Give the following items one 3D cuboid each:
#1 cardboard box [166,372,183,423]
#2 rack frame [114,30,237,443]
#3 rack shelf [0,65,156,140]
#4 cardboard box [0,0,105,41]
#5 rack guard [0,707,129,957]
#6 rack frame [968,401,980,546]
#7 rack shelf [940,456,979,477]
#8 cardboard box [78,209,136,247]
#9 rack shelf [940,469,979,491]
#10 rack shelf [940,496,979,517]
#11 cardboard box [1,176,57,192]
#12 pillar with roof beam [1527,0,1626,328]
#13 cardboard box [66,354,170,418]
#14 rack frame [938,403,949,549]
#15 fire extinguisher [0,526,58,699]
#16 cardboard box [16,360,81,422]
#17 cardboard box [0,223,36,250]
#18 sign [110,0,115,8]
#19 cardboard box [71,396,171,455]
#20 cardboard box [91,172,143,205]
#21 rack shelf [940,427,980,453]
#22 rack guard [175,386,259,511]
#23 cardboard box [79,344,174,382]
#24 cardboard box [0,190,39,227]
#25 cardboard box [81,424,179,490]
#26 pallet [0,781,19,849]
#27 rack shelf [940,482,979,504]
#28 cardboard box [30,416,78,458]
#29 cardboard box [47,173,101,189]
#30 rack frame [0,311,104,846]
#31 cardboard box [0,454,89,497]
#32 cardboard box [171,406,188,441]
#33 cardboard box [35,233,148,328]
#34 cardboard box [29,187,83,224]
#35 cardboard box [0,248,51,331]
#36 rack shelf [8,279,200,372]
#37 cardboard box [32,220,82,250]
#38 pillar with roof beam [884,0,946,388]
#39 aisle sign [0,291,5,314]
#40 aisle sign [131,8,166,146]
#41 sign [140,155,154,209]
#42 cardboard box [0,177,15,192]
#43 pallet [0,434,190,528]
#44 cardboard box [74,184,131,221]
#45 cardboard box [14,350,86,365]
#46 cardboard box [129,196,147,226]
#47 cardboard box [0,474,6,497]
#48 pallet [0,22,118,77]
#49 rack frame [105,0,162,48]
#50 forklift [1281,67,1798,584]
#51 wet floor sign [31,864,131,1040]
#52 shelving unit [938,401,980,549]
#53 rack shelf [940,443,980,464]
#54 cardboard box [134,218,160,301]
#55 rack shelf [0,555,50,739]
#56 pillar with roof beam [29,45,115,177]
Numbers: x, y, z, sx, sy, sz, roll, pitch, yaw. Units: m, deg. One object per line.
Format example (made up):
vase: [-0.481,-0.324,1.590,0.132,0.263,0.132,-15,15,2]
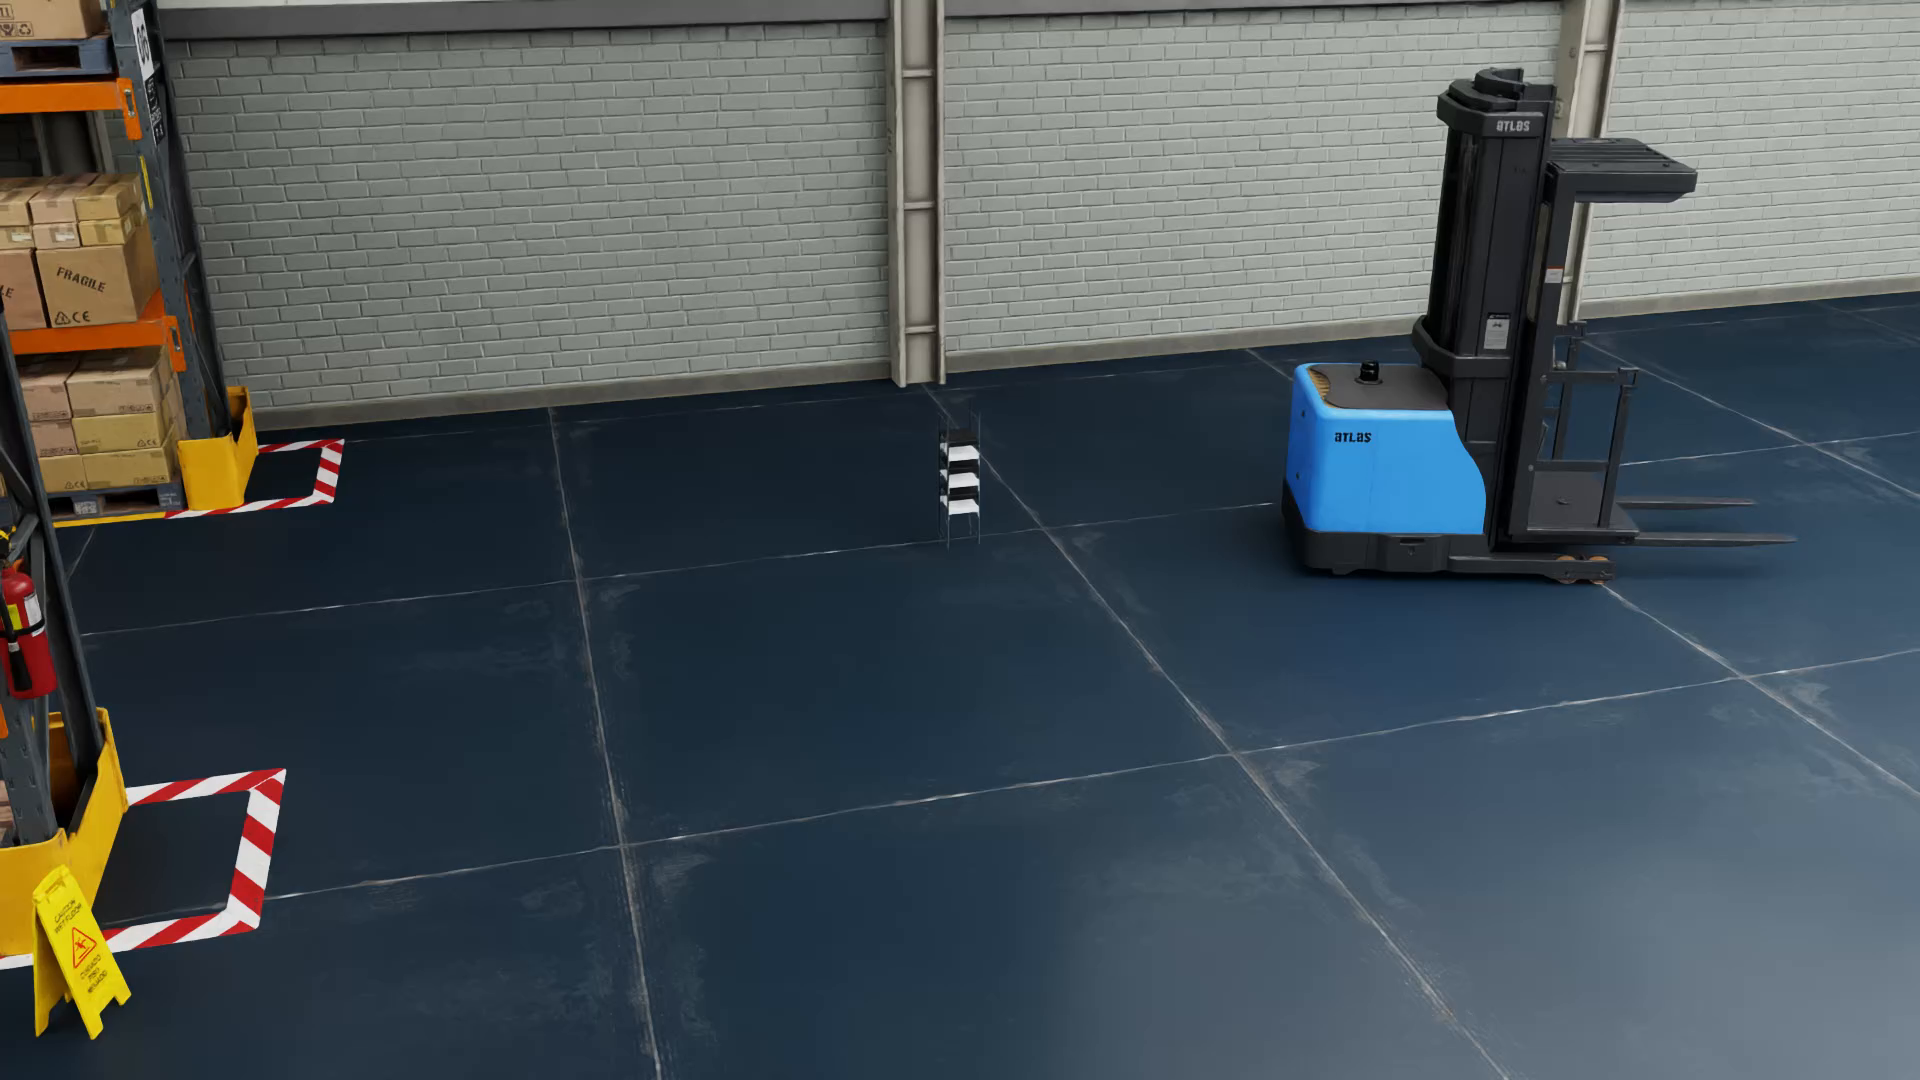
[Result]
cardboard box: [-5.721,-0.991,11.577,0.500,0.250,0.500,-6,24,-13]
rack frame: [-5.213,-1.804,11.149,0.127,3.000,1.000,-6,24,-14]
rack shelf: [-7.138,-2.638,10.203,4.000,0.370,1.077,-6,24,-14]
cardboard box: [-5.573,-3.327,10.110,0.500,0.500,0.500,-6,24,-13]
rack guard: [-3.941,1.237,7.232,0.348,0.500,1.175,-6,24,-14]
rack frame: [0.090,-0.424,10.596,0.006,0.900,0.240,-6,24,-14]
rack shelf: [-0.008,-0.465,10.548,0.200,0.077,0.258,-6,24,-14]
cardboard box: [-5.471,-2.004,10.668,0.250,0.149,0.380,-6,24,-14]
rack shelf: [-0.008,-0.382,10.584,0.200,0.077,0.258,-6,24,-14]
rack shelf: [-0.008,-0.217,10.655,0.200,0.077,0.258,-6,24,-14]
cardboard box: [-6.105,-2.281,10.935,0.250,0.149,0.380,-6,24,-13]
pillar with roof beam: [6.590,-4.472,9.761,0.400,9.000,9.100,-6,24,-14]
cardboard box: [-5.572,-1.025,11.021,0.500,0.250,0.500,-5,24,-13]
rack frame: [-0.106,-0.402,10.545,0.006,0.900,0.240,-6,24,-14]
fire extinguisher: [-3.634,0.279,6.394,0.183,0.674,0.296,-6,24,-14]
cardboard box: [-6.062,-0.968,10.889,0.500,0.250,0.500,-6,24,-13]
cardboard box: [-5.975,-1.961,10.568,0.250,0.149,0.380,-6,24,-13]
sign: [-5.079,-3.345,9.915,0.005,0.325,0.100,-6,24,-14]
cardboard box: [-5.597,-0.792,11.113,0.500,0.250,0.500,-7,24,-15]
cardboard box: [-5.594,-2.330,11.049,0.250,0.149,0.380,-7,24,-15]
rack shelf: [-0.008,-0.630,10.477,0.200,0.077,0.258,-6,24,-14]
rack guard: [-5.190,-0.657,11.648,0.348,0.500,1.175,-6,24,-14]
cardboard box: [-5.727,-1.213,11.460,0.500,0.250,0.500,-7,24,-15]
cardboard box: [-5.974,-2.090,10.490,0.250,0.149,0.380,-6,24,-13]
cardboard box: [-5.580,-0.563,11.212,0.500,0.250,0.500,-6,24,-14]
pallet: [-4.733,1.443,7.119,1.213,0.211,1.003,-6,24,-14]
rack shelf: [-0.008,-0.299,10.619,0.200,0.077,0.258,-6,24,-14]
cardboard box: [-6.083,-0.743,10.998,0.500,0.250,0.500,-7,24,-15]
cardboard box: [-5.867,-2.325,11.038,0.250,0.149,0.380,-5,24,-13]
rack frame: [-3.868,0.081,6.758,0.127,3.000,1.000,-6,24,-14]
cardboard box: [-6.061,-0.514,11.097,0.500,0.250,0.500,-6,24,-14]
cardboard box: [-5.738,-0.755,11.660,0.500,0.250,0.500,-6,24,-14]
cardboard box: [-5.616,-1.697,10.775,0.500,0.500,0.500,-7,24,-16]
cardboard box: [-5.730,-2.128,10.579,0.250,0.149,0.380,-6,24,-14]
cardboard box: [-6.118,-1.646,10.654,0.500,0.500,0.500,-6,24,-13]
rack shelf: [-7.138,-1.260,10.795,4.000,0.370,1.077,-6,24,-14]
cardboard box: [-5.709,-1.966,10.578,0.250,0.149,0.380,-6,24,-14]
pillar with roof beam: [0.813,-3.833,8.271,0.400,9.000,9.100,-6,24,-14]
aisle sign: [-3.892,-1.238,6.535,0.004,0.787,0.394,-6,24,-14]
aisle sign: [-5.070,-2.894,10.393,0.004,0.787,0.394,-6,24,-14]
sign: [-5.079,-2.237,10.391,0.005,0.325,0.100,-6,24,-14]
cardboard box: [-6.347,-2.260,10.887,0.250,0.149,0.380,-6,24,-14]
pallet: [-5.938,-0.425,11.472,1.213,0.211,1.003,-6,24,-14]
cardboard box: [-5.501,-2.166,10.668,0.250,0.149,0.380,-6,24,-14]
cardboard box: [-6.207,-1.158,11.332,0.500,0.250,0.500,-6,24,-14]
cardboard box: [-5.609,-2.210,11.147,0.250,0.149,0.380,-7,24,-16]
cardboard box: [-6.545,-0.464,10.981,0.500,0.250,0.500,-6,24,-14]
pallet: [-5.900,-3.076,10.423,1.213,0.211,1.003,-6,24,-14]
rack frame: [-5.213,-4.560,9.966,0.127,3.000,1.000,-6,24,-14]
forklift: [3.628,-1.292,10.044,3.031,2.935,1.130,1,23,2]
wet floor sign: [-3.396,1.548,6.323,0.232,0.644,0.267,2,23,4]
shelving unit: [-0.008,-0.413,10.571,0.210,0.900,0.258,-6,24,-14]
rack shelf: [-0.008,-0.547,10.513,0.200,0.077,0.258,-6,24,-14]
cardboard box: [-5.765,-1.902,11.252,0.500,0.500,0.500,-6,24,-13]
rack shelf: [-5.794,0.624,6.404,4.000,0.370,1.077,-6,24,-14]
pillar with roof beam: [-4.964,-3.194,6.782,0.400,9.000,9.100,-6,24,-14]
